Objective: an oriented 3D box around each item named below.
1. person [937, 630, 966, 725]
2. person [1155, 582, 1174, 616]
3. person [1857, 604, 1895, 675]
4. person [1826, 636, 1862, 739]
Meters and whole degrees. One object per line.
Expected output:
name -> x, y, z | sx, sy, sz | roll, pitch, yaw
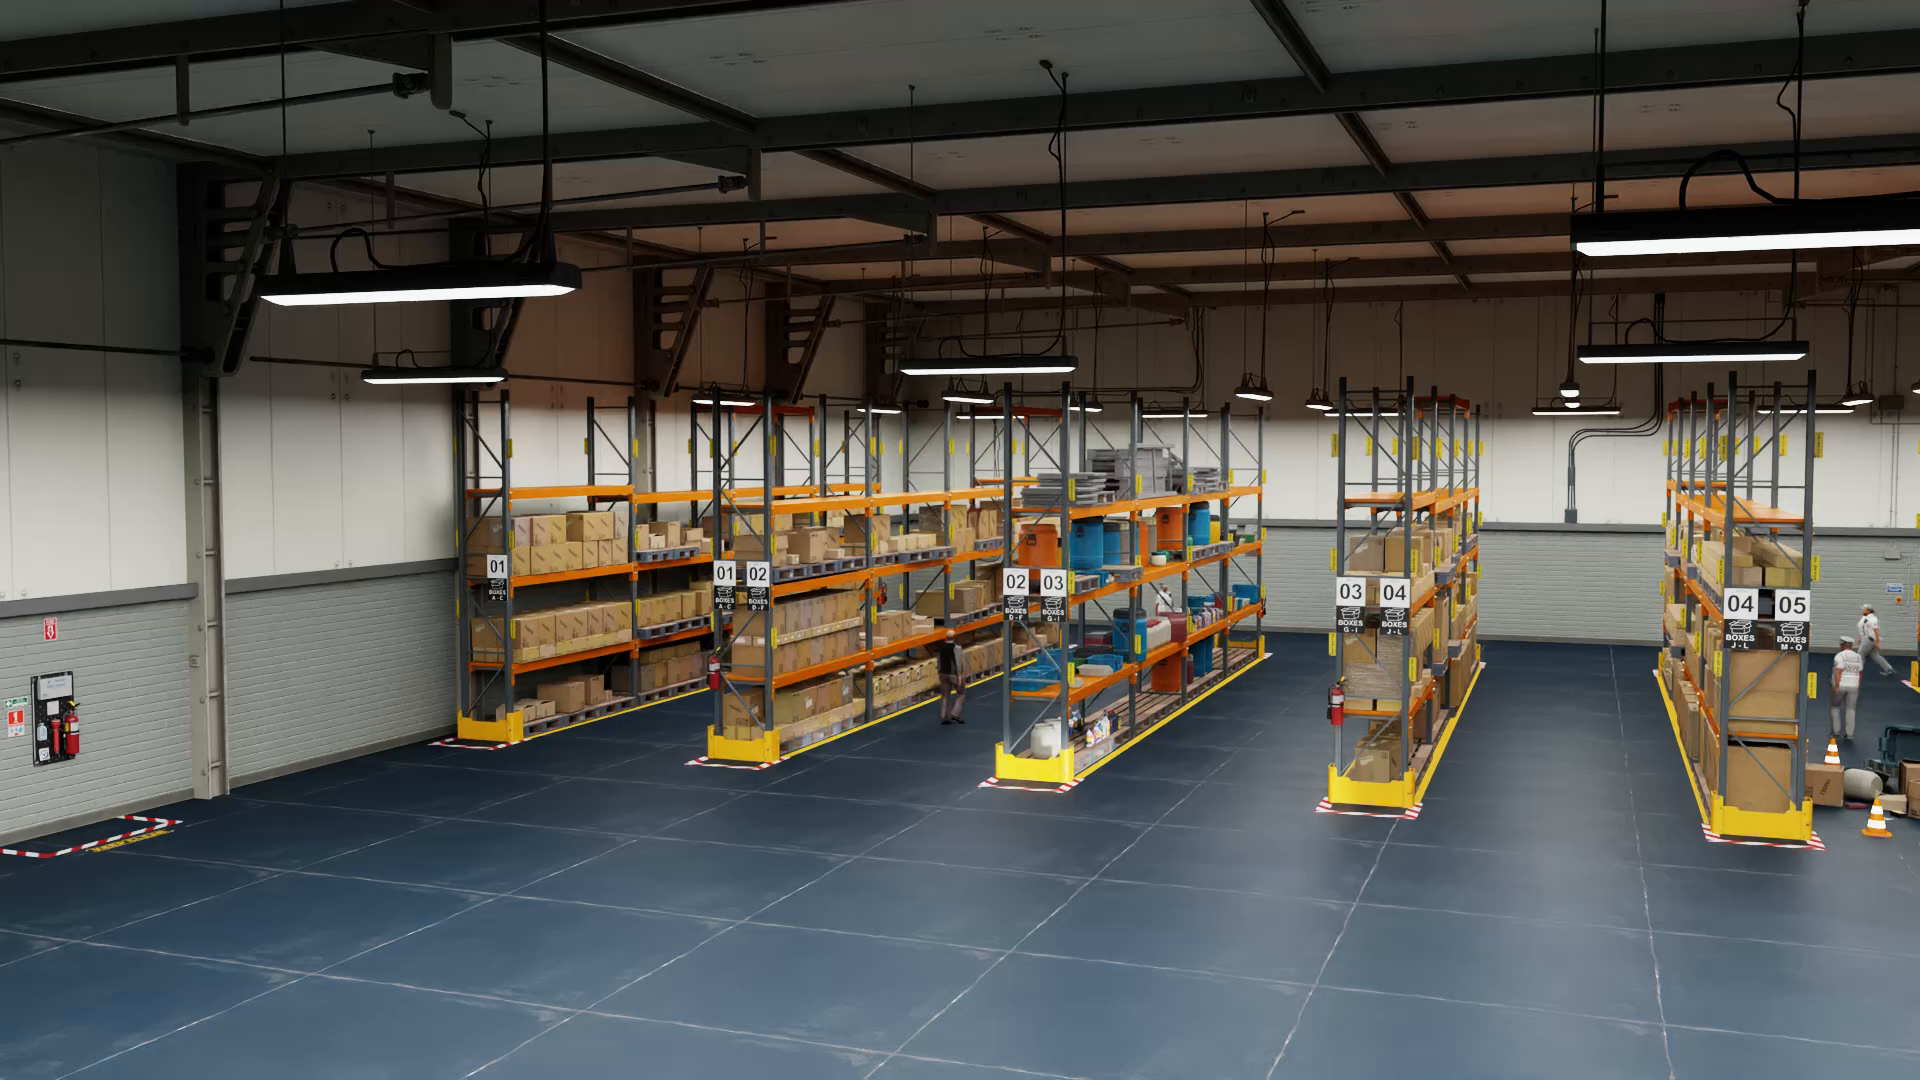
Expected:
person -> -0.181, 2.478, 30.087 | 0.570, 1.712, 0.540 | 2, 4, 33
person -> 5.321, 1.857, 43.005 | 0.430, 1.559, 1.042 | -2, 4, -34
person -> 19.866, 2.189, 36.282 | 1.012, 1.611, 0.504 | 1, 3, 15
person -> 15.269, 2.577, 28.635 | 0.539, 1.825, 0.599 | 1, 3, 15
